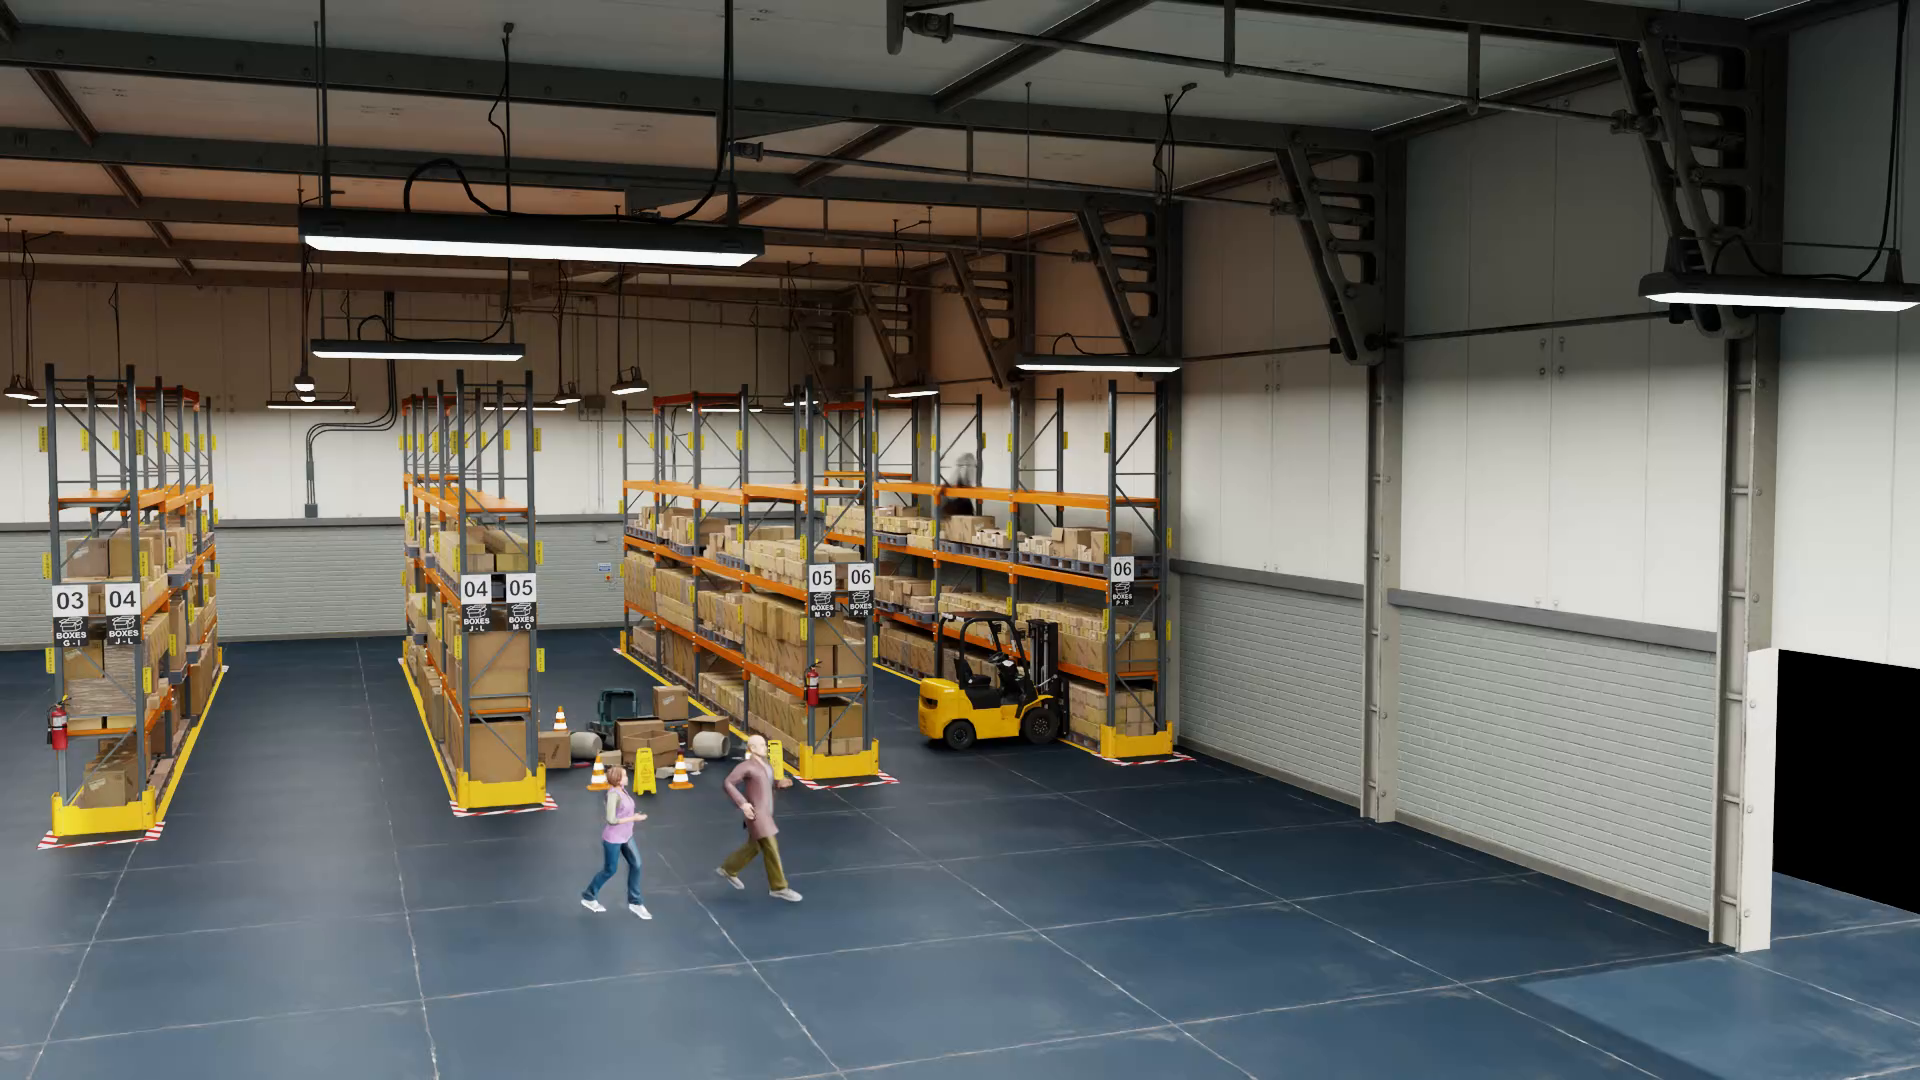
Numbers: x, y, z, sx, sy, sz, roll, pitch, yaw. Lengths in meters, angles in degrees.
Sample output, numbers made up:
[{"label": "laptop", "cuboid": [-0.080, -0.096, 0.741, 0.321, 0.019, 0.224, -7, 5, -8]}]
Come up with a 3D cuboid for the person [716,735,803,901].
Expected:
[{"label": "person", "cuboid": [-2.208, 3.018, 18.208, 1.054, 1.775, 0.697, 1, 3, 14]}]

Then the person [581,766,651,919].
[{"label": "person", "cuboid": [-3.626, 3.179, 17.460, 0.751, 1.645, 0.522, 1, 3, 12]}]
